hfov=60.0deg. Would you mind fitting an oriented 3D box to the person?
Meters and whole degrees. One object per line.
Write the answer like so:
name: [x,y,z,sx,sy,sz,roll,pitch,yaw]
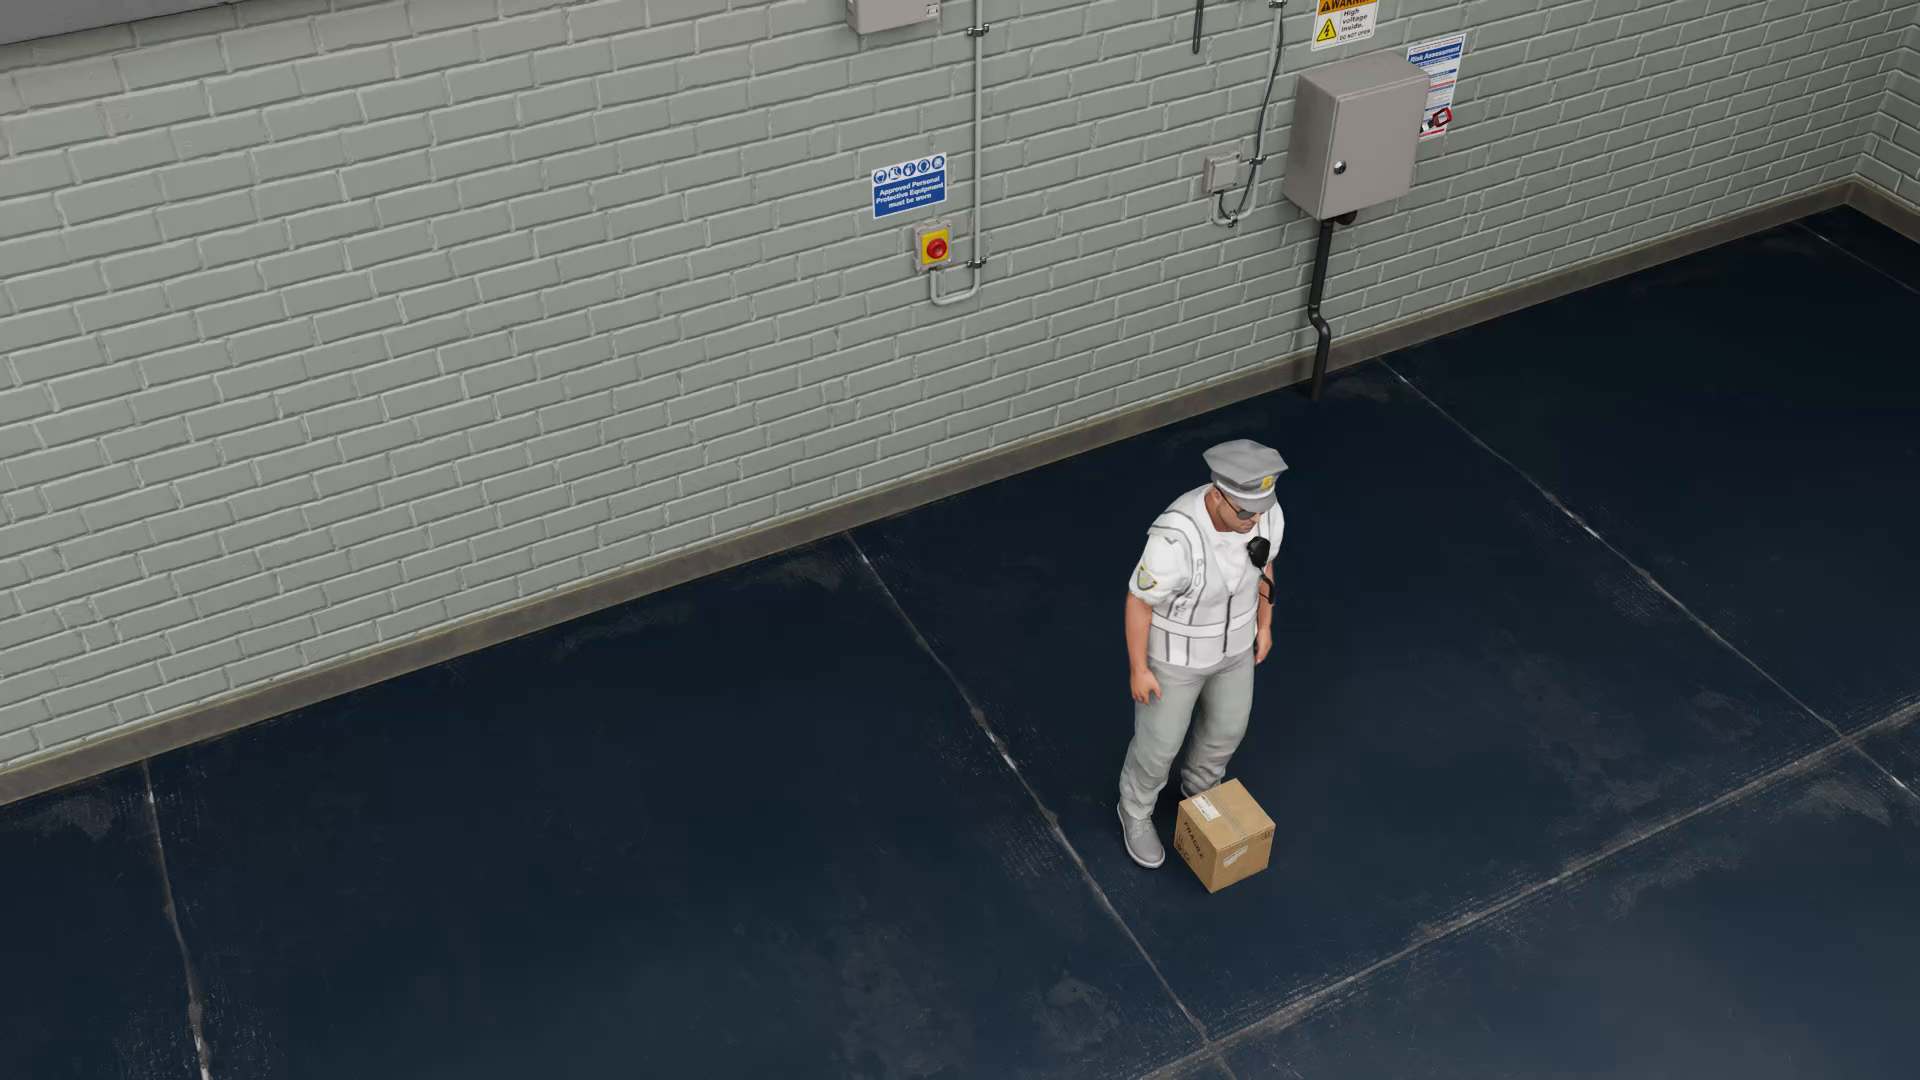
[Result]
person: [0.829,0.363,5.735,0.585,1.747,0.472,-19,44,-21]
